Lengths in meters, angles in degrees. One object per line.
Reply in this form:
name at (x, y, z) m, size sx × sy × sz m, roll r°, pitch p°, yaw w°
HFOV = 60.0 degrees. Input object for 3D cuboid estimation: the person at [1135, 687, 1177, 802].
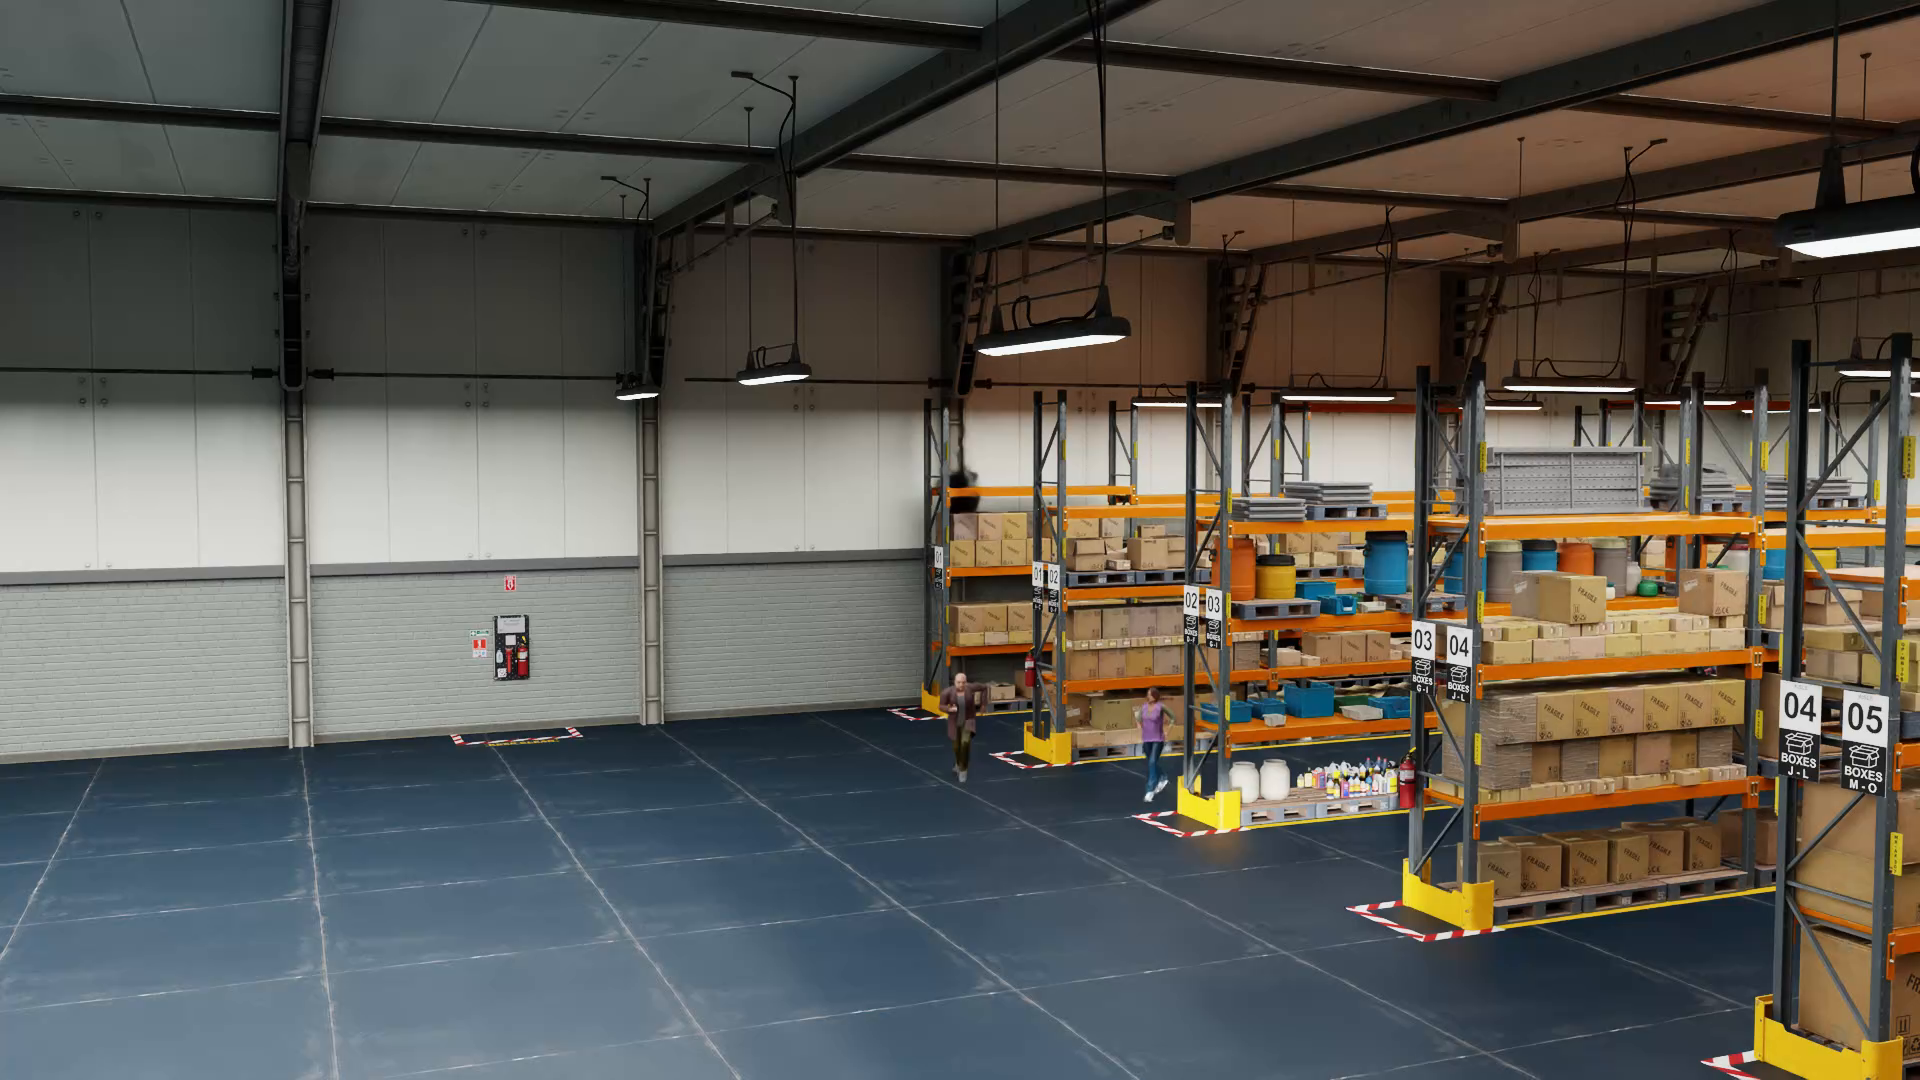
person at (2.824, 2.956, 24.138) m, size 0.566 × 1.661 × 0.704 m, roll 3°, pitch 4°, yaw 38°

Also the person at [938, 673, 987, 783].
person at (0.044, 2.842, 25.403) m, size 0.747 × 1.715 × 1.068 m, roll 0°, pitch 3°, yaw 2°
